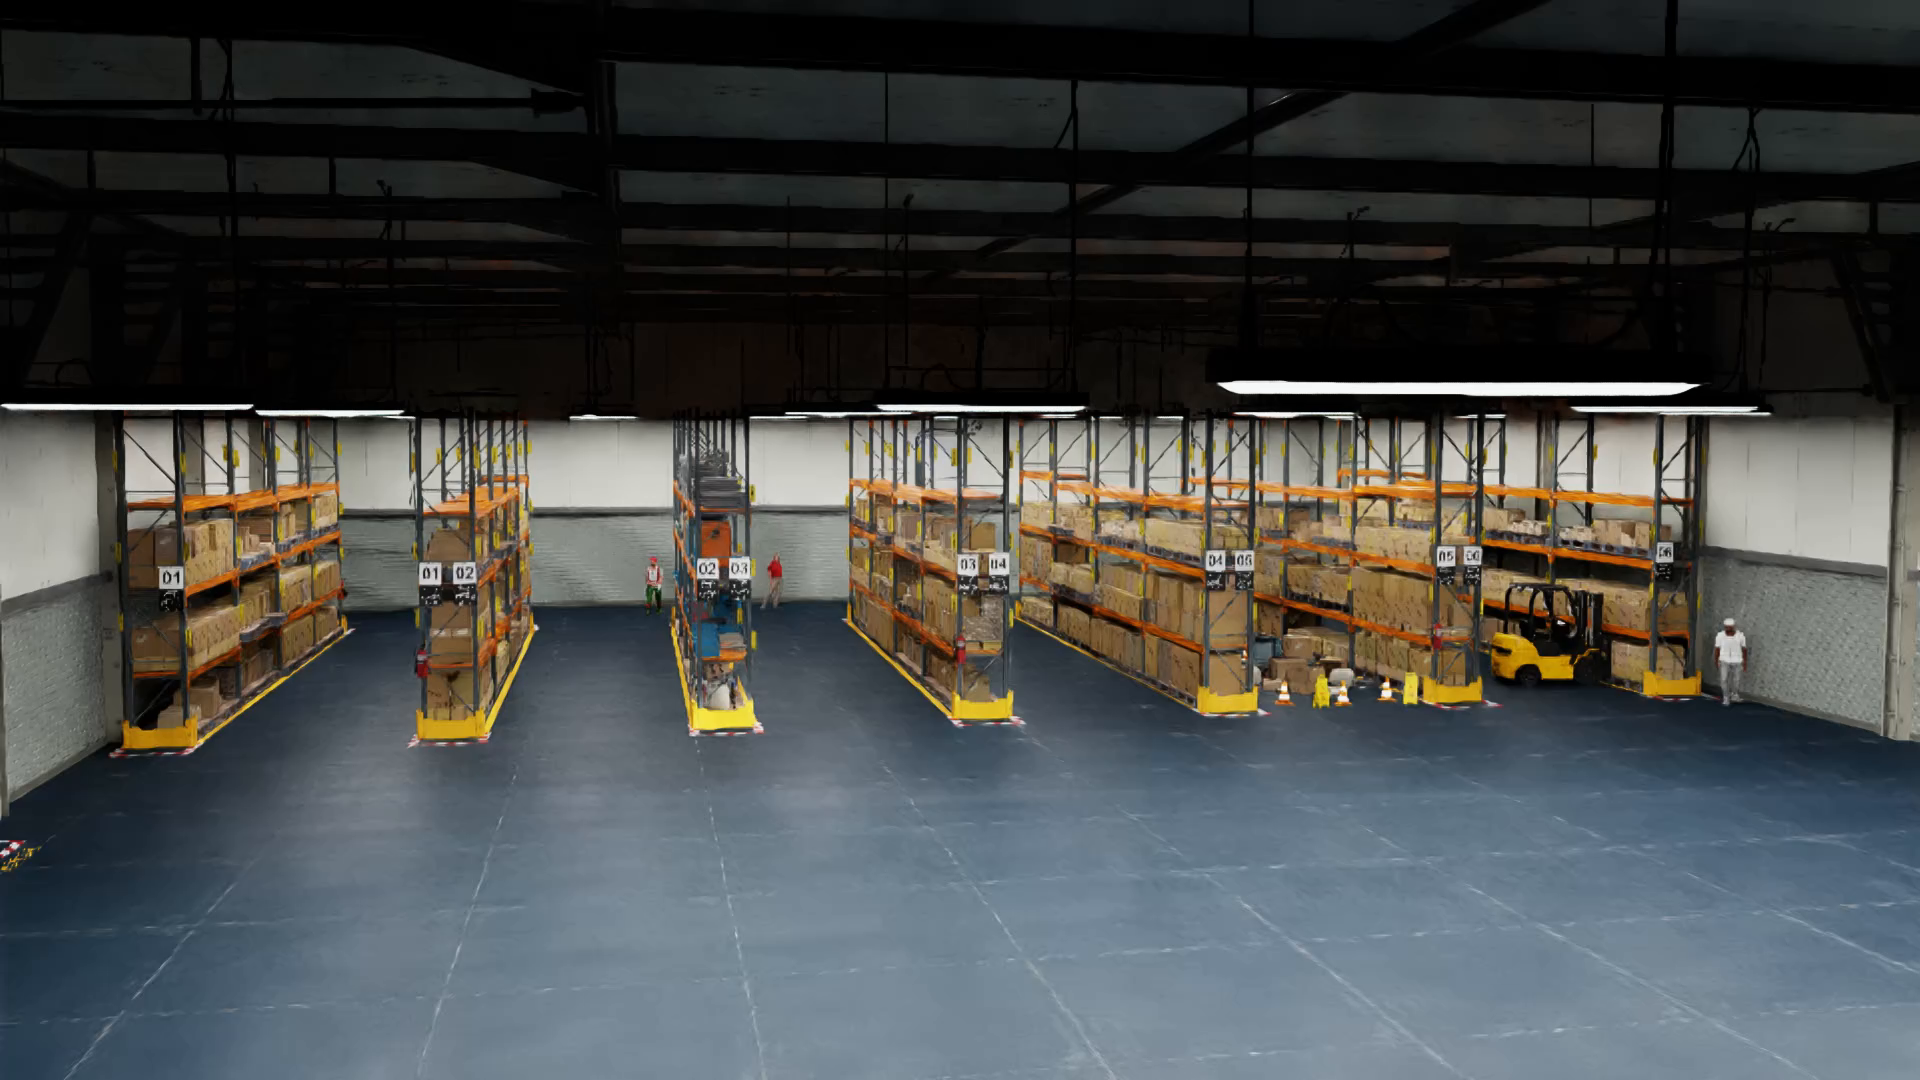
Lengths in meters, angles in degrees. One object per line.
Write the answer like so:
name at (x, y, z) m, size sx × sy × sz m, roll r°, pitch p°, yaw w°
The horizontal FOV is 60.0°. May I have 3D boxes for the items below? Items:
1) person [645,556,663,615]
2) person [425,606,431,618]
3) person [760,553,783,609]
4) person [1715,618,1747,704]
person at (-9.062, 1.344, 49.295) m, size 0.533 × 1.728 × 1.036 m, roll 0°, pitch 4°, yaw -3°
person at (-15.283, 1.497, 47.801) m, size 0.482 × 1.665 × 0.654 m, roll 3°, pitch 5°, yaw 37°
person at (-5.748, 1.265, 50.719) m, size 0.540 × 1.718 × 0.734 m, roll 3°, pitch 5°, yaw 35°
person at (15.677, 2.449, 33.820) m, size 0.600 × 1.753 × 0.572 m, roll 2°, pitch 5°, yaw 26°
